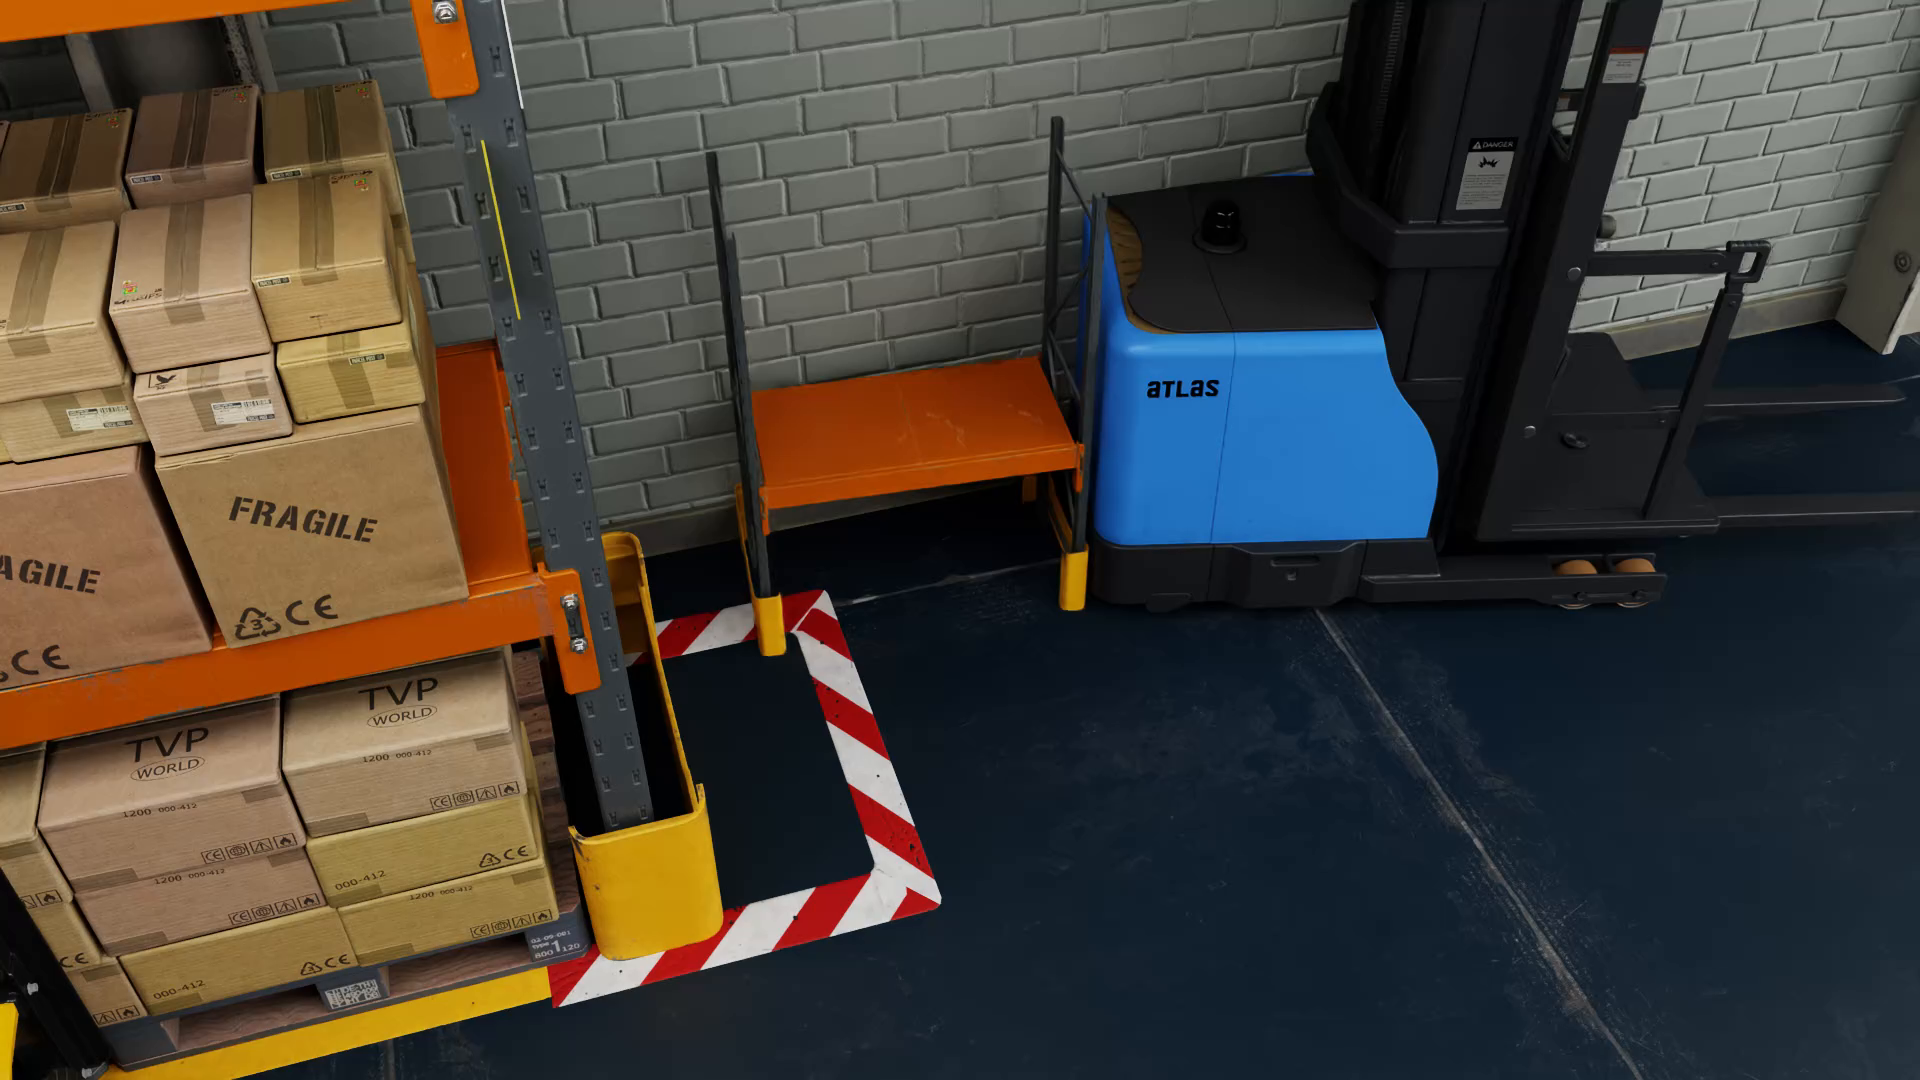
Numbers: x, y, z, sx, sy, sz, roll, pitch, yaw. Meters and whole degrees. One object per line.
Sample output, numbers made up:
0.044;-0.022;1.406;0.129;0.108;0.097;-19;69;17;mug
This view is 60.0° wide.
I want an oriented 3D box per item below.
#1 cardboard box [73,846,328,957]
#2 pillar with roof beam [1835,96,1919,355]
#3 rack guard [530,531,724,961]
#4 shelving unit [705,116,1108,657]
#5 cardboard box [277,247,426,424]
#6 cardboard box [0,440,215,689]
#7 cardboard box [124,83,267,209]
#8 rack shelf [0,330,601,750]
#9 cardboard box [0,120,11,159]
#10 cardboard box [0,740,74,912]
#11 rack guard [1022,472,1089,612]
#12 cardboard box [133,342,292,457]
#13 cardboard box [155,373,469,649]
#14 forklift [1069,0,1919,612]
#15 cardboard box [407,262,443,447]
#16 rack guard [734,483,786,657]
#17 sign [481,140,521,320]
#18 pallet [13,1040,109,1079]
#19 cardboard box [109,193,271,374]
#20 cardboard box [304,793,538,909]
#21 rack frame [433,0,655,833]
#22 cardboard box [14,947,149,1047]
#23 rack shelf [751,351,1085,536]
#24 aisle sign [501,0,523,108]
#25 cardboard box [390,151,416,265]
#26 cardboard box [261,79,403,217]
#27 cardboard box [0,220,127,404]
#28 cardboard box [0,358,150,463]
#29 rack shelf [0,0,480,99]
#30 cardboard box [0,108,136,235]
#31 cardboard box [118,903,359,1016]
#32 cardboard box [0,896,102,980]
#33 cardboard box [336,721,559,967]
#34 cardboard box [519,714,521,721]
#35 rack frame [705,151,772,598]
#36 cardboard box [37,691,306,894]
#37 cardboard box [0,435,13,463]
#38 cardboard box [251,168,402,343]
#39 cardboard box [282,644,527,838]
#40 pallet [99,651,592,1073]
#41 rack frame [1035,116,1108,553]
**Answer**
-1.846;0.689;4.073;0.500;0.250;0.500;-12;43;-13;cardboard box
5.088;-1.557;0.692;0.400;9.000;9.100;-12;42;-13;pillar with roof beam
-0.971;0.551;4.739;0.348;0.500;1.175;-12;42;-13;rack guard
-0.170;-0.451;5.127;1.083;1.500;0.587;-8;42;-9;shelving unit
-1.240;-0.423;3.385;0.250;0.149;0.380;-11;42;-12;cardboard box
-1.882;-0.064;3.468;0.500;0.500;0.500;-10;42;-12;cardboard box
-1.651;-0.834;3.629;0.250;0.149;0.380;-10;42;-12;cardboard box
-2.901;0.281;3.695;4.000;0.370;1.077;-12;42;-13;rack shelf
-2.126;-0.716;3.494;0.250;0.149;0.380;-11;42;-13;cardboard box
-2.303;0.613;3.779;0.500;0.250;0.500;-11;42;-13;cardboard box
0.316;-0.050;5.617;0.087;0.250;0.587;-8;42;-9;rack guard
-1.475;-0.354;3.306;0.250;0.149;0.380;-11;42;-12;cardboard box
-1.384;-0.161;3.578;0.500;0.500;0.500;-13;43;-14;cardboard box
1.914;-1.225;4.924;3.031;2.935;1.130;-2;41;-2;forklift
-1.550;-0.499;3.966;0.500;0.500;0.500;-10;42;-12;cardboard box
-0.657;0.089;5.458;0.087;0.250;0.587;-8;42;-9;rack guard
-0.844;-0.567;3.059;0.005;0.325;0.100;-12;42;-13;sign
-2.872;1.081;4.352;1.213;0.211;1.003;-12;42;-13;pallet
-1.498;-0.508;3.256;0.250;0.149;0.380;-12;42;-13;cardboard box
-1.364;0.596;4.178;0.500;0.250;0.500;-12;43;-14;cardboard box
-0.994;-0.385;3.911;0.127;3.000;1.000;-12;42;-13;rack frame
-2.304;0.969;4.132;0.500;0.250;0.500;-11;42;-13;cardboard box
-0.161;-0.317;5.246;1.000;0.185;0.538;-8;42;-9;rack shelf
-0.843;-1.193;2.860;0.004;0.787;0.394;-12;42;-13;aisle sign
-1.395;-0.763;3.774;0.250;0.149;0.380;-13;43;-14;cardboard box
-1.378;-0.847;3.644;0.250;0.149;0.380;-12;43;-14;cardboard box
-1.739;-0.439;3.178;0.250;0.149;0.380;-11;42;-12;cardboard box
-1.741;-0.341;3.291;0.250;0.149;0.380;-11;42;-12;cardboard box
-2.901;-0.849;2.708;4.000;0.370;1.077;-12;42;-13;rack shelf
-1.885;-0.755;3.540;0.250;0.149;0.380;-11;42;-12;cardboard box
-1.824;0.876;4.239;0.500;0.250;0.500;-12;42;-13;cardboard box
-2.332;0.804;3.941;0.500;0.250;0.500;-13;43;-14;cardboard box
-1.347;0.783;4.344;0.500;0.250;0.500;-11;42;-13;cardboard box
-1.521;0.466;4.707;0.500;0.250;0.500;-12;42;-13;cardboard box
-0.658;-0.382;5.047;0.032;1.500;0.500;-8;42;-9;rack frame
-1.824;0.507;3.901;0.500;0.250;0.500;-11;42;-12;cardboard box
-1.981;-0.299;3.243;0.250;0.149;0.380;-12;43;-13;cardboard box
-1.272;-0.576;3.335;0.250;0.149;0.380;-12;42;-13;cardboard box
-1.339;0.402;4.020;0.500;0.250;0.500;-10;42;-12;cardboard box
-1.711;0.842;4.625;1.213;0.211;1.003;-12;42;-13;pallet
0.335;-0.523;5.209;0.032;1.500;0.500;-8;42;-9;rack frame
